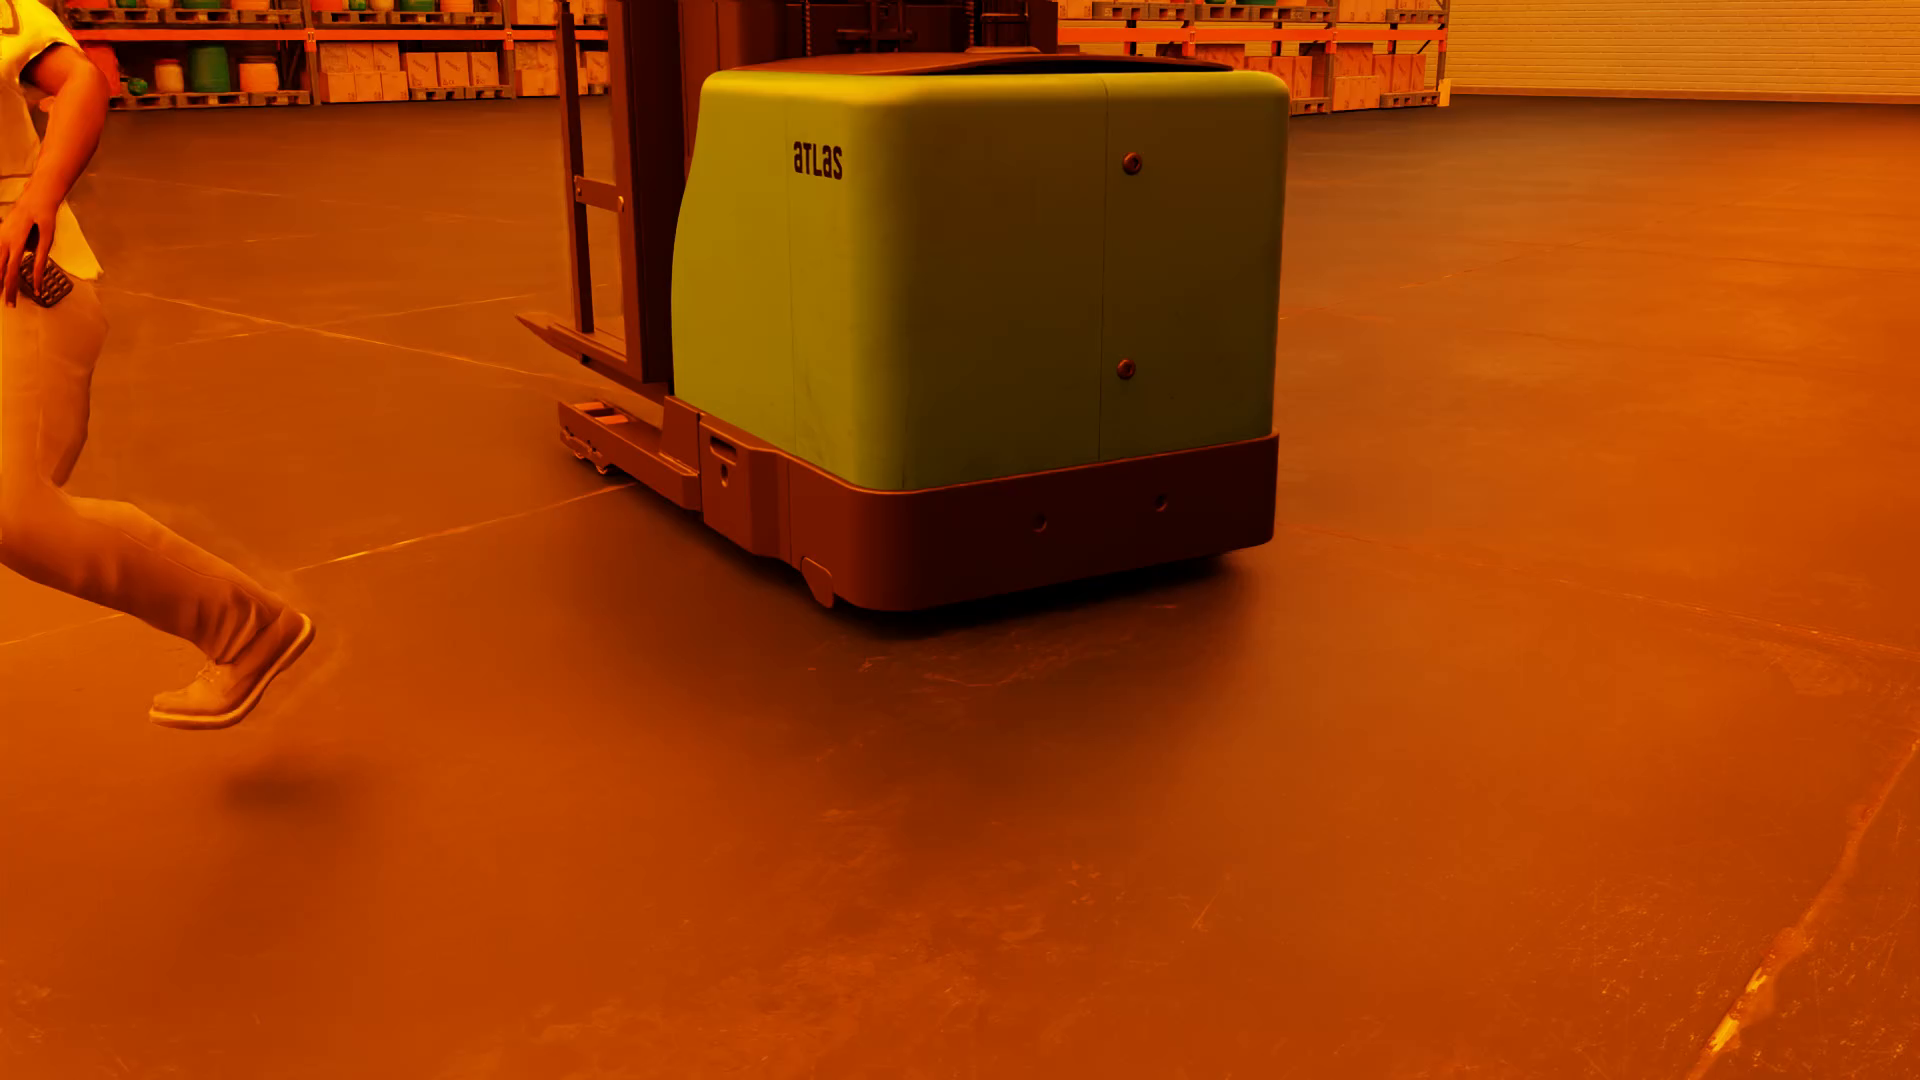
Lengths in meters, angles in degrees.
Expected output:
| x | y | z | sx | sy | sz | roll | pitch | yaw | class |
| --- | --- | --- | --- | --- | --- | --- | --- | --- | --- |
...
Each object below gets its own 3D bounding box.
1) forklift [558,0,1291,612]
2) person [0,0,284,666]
| x | y | z | sx | sy | sz | roll | pitch | yaw | class |
| --- | --- | --- | --- | --- | --- | --- | --- | --- | --- |
| -0.475 | -1.639 | 4.294 | 1.130 | 2.935 | 3.031 | -10 | 19 | -29 | forklift |
| -1.593 | -0.410 | 2.594 | 0.901 | 1.428 | 0.463 | 9 | 19 | 27 | person |
